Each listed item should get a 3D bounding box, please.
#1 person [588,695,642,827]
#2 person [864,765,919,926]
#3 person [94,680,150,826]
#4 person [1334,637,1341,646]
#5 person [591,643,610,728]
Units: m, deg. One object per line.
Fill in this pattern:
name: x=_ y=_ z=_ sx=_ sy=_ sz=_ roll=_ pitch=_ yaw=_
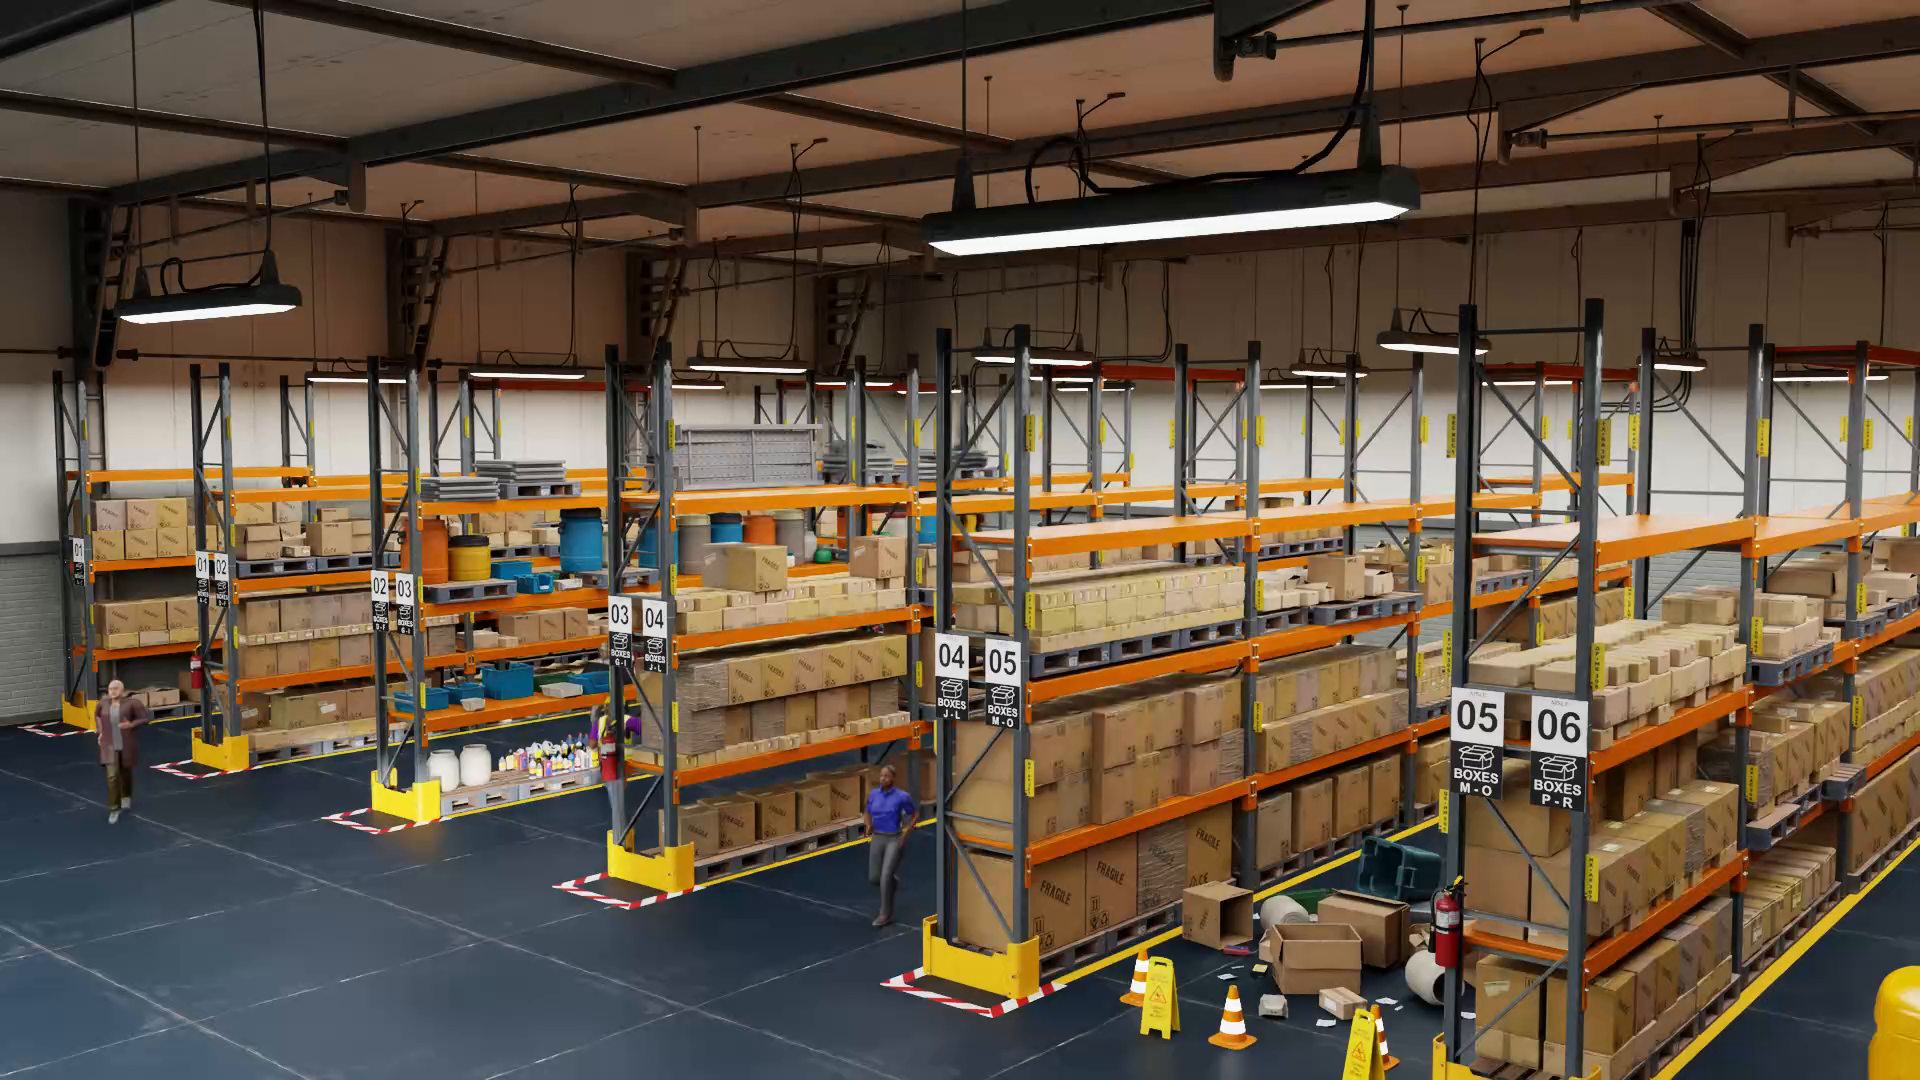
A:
person: x=-4.250 y=2.807 z=20.478 sx=0.707 sy=1.842 sz=0.716 roll=2 pitch=4 yaw=23
person: x=-0.722 y=3.117 z=17.167 sx=0.578 sy=1.618 sz=0.684 roll=2 pitch=4 yaw=22
person: x=-10.902 y=2.711 z=21.632 sx=0.681 sy=1.813 sz=0.982 roll=-1 pitch=4 yaw=-19
person: x=6.348 y=2.308 z=27.392 sx=0.667 sy=1.767 sz=0.740 roll=3 pitch=5 yaw=34
person: x=-5.583 y=2.438 z=26.187 sx=0.626 sy=1.665 sz=0.782 roll=3 pitch=5 yaw=34
